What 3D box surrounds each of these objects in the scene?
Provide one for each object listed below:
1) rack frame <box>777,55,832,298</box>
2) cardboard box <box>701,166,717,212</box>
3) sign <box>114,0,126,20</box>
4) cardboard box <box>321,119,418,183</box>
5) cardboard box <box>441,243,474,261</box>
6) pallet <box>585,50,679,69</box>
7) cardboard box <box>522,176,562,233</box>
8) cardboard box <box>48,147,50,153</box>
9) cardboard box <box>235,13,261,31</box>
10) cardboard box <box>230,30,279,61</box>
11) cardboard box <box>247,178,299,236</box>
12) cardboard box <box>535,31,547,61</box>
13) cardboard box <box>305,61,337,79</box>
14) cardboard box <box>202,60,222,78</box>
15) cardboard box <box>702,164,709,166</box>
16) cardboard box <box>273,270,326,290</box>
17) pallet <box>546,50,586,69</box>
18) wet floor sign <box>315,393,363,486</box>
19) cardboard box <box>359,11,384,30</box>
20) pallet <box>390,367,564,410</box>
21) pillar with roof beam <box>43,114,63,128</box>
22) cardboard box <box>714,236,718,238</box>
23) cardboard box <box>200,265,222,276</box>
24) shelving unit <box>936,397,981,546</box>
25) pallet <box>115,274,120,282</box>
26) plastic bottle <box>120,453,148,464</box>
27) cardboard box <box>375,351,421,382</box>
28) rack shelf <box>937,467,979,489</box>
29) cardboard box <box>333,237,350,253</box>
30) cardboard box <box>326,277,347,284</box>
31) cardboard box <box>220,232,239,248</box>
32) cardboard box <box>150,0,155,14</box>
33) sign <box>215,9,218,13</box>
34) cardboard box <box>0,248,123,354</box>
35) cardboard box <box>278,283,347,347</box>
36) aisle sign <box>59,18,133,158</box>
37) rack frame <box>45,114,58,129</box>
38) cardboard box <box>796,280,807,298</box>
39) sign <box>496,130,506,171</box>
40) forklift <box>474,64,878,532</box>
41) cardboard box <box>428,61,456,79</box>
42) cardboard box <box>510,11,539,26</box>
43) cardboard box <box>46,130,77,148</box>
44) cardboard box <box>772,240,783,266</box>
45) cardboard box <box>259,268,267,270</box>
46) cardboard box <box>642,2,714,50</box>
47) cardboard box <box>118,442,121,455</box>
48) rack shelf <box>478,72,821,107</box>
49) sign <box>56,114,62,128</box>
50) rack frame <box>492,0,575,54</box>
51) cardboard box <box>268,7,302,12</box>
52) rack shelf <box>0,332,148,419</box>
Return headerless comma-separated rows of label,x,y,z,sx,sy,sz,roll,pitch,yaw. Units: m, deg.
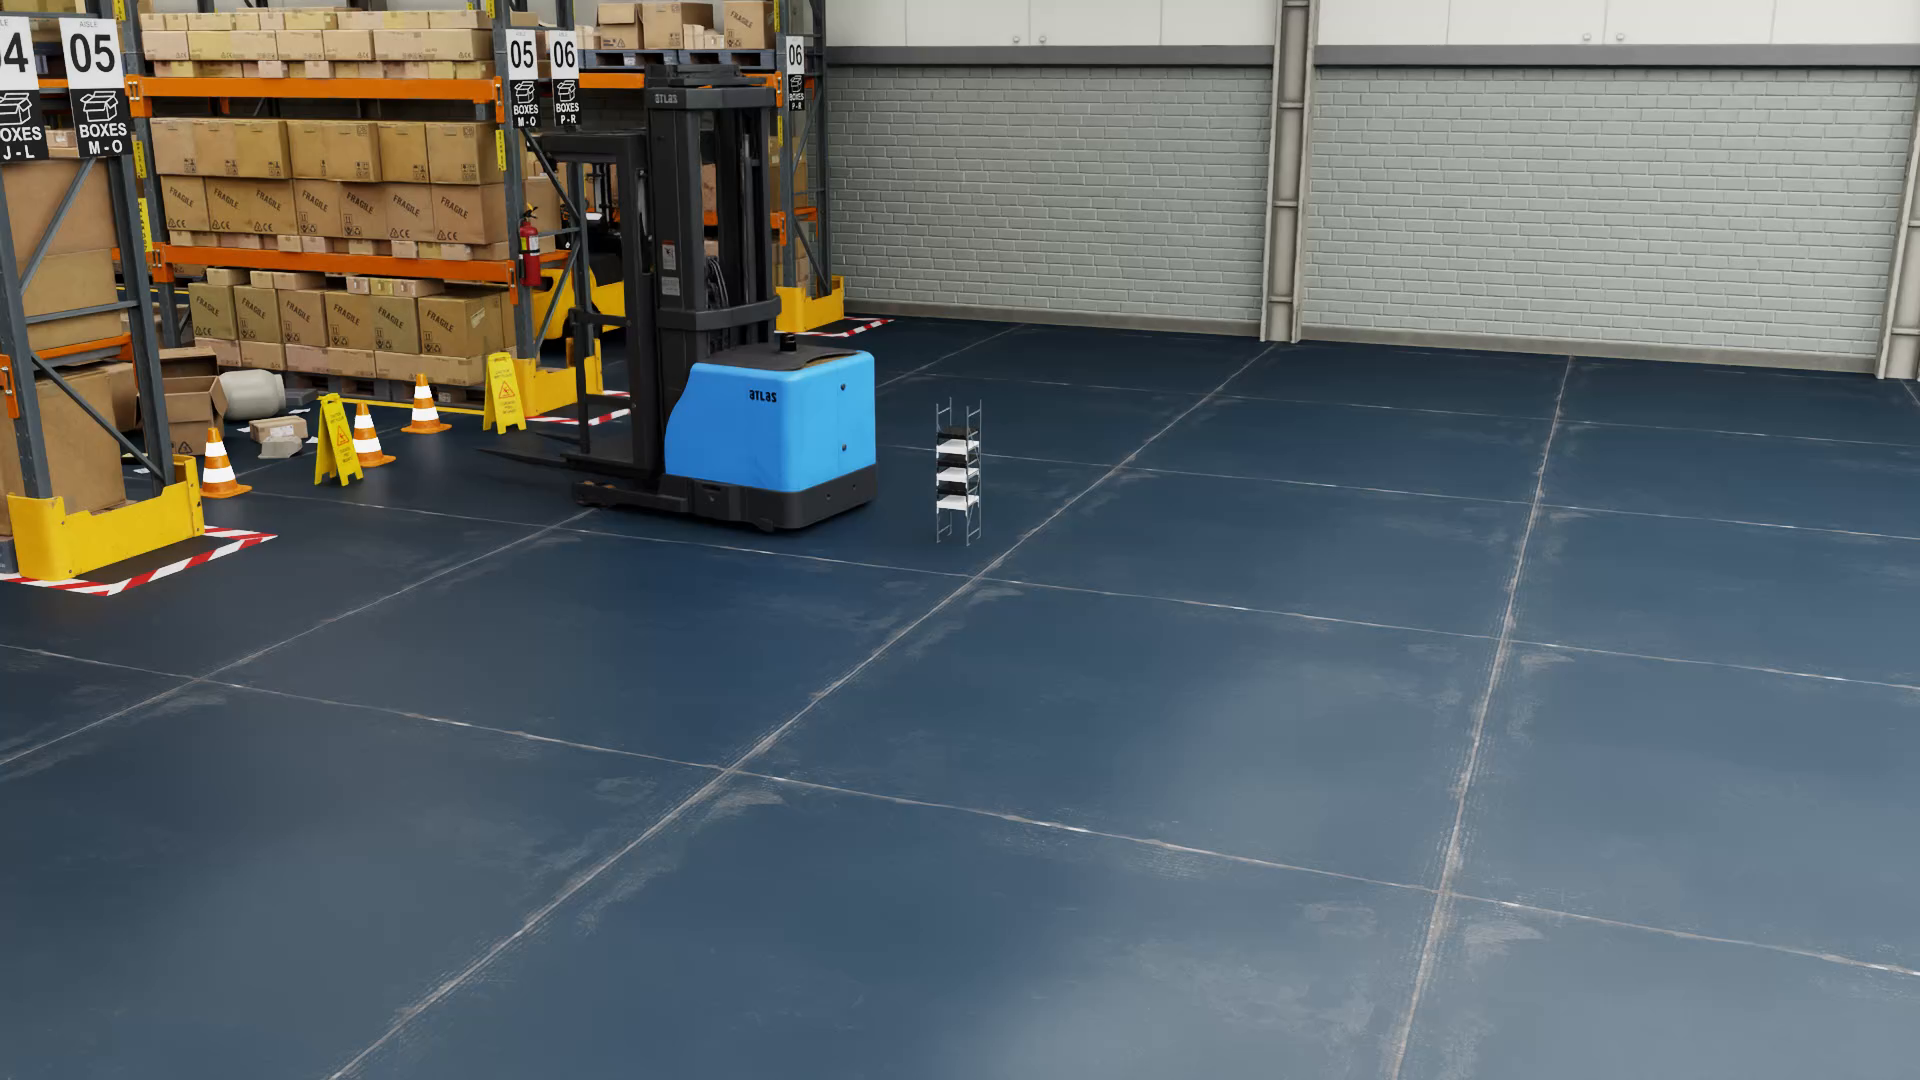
rack frame,-1.753,-3.943,18.876,0.127,3.000,1.000,6,17,21
cardboard box,-2.787,-4.029,18.992,0.500,0.500,0.500,7,18,22
sign,-7.493,-4.798,14.807,0.005,0.325,0.100,6,17,21
cardboard box,-5.107,-3.401,14.503,0.500,0.500,0.700,6,17,20
cardboard box,-4.274,-2.515,14.406,0.250,0.149,0.380,6,17,20
pallet,-3.541,-5.545,19.171,1.213,0.211,1.003,6,17,21
cardboard box,-3.910,-2.967,14.799,0.500,0.500,0.500,6,17,20
cardboard box,-8.746,-3.550,16.054,0.500,0.500,0.500,7,18,23
cardboard box,-6.140,-4.556,14.627,0.250,0.149,0.380,6,17,19
cardboard box,-6.039,-4.355,14.650,0.500,0.250,0.500,6,17,21
cardboard box,-6.047,-3.038,15.045,0.500,0.500,0.500,6,17,20
cardboard box,-3.941,-4.287,14.417,0.500,0.250,0.500,6,17,20
cardboard box,-5.451,-4.085,14.434,0.250,0.149,0.380,6,17,20
cardboard box,-6.598,-4.251,15.007,0.250,0.149,0.380,6,17,21
cardboard box,-2.873,-4.355,18.950,0.250,0.149,0.380,6,17,20
cardboard box,-6.018,-2.380,15.161,0.250,0.149,0.380,7,18,24
pallet,-4.671,-5.670,19.602,1.213,0.211,1.003,6,17,21
wet floor sign,-4.540,-0.741,12.069,0.232,0.644,0.267,3,17,11
cardboard box,-4.906,-4.440,14.228,0.250,0.149,0.380,6,17,21
pallet,-4.385,-1.416,15.173,1.213,0.211,1.003,6,17,21
pillar with roof beam,-14.813,-7.240,19.472,0.400,9.000,9.100,6,17,21
cardboard box,-2.597,-3.453,19.573,0.500,0.250,0.500,6,17,21
cardboard box,-9.668,-3.750,21.942,0.500,0.500,0.500,7,18,22
shelving unit,-0.008,-0.433,10.551,0.210,0.900,0.258,6,17,21
pallet,-12.146,-3.758,23.240,1.213,0.211,1.003,6,17,21
plastic bottle,-6.317,-0.620,12.701,0.283,0.061,0.133,0,16,1
cardboard box,-4.901,-1.605,14.999,0.500,0.250,0.500,6,17,21
rack shelf,-0.008,-0.401,10.560,0.200,0.077,0.258,6,17,21
cardboard box,-5.412,-2.679,14.972,0.250,0.149,0.380,6,17,21
cardboard box,-5.695,-2.211,15.745,0.500,0.500,0.500,7,18,24
cardboard box,-6.605,-2.797,15.378,0.250,0.149,0.380,6,17,20
cardboard box,-8.156,-5.087,16.055,0.500,0.250,0.500,6,17,19
sign,-7.100,-4.895,15.847,0.005,0.325,0.100,6,17,21
cardboard box,-5.655,-1.459,10.052,0.550,0.550,0.875,6,17,21
cardboard box,-5.858,-2.070,15.258,0.500,0.500,0.500,7,18,24
aisle sign,-5.117,-2.680,9.863,0.004,0.787,0.394,6,17,21
rack frame,-12.916,-5.171,23.104,0.127,3.000,1.000,6,17,21
cardboard box,-2.139,-2.925,19.548,0.500,0.250,0.500,6,17,21
sign,-3.794,-3.221,13.746,0.005,0.325,0.100,6,17,21
forklift,-2.095,-1.737,11.401,3.031,2.935,1.130,9,19,29
cardboard box,-4.249,-3.956,13.991,0.250,0.149,0.380,6,17,21
cardboard box,-3.827,-4.447,14.253,0.250,0.149,0.380,6,17,20
cardboard box,-8.450,-3.824,15.837,0.250,0.149,0.380,6,17,19
cardboard box,-2.296,-3.271,18.945,0.500,0.250,0.500,7,18,22
cardboard box,-8.620,-3.755,21.735,0.625,0.625,0.875,7,18,22
cardboard box,-3.171,-5.794,18.760,0.500,0.500,0.700,6,17,21
cardboard box,-6.740,-0.759,12.813,0.258,0.266,0.396,10,19,30
rack shelf,-3.614,-5.243,19.263,4.000,0.370,1.077,6,17,21
sign,-12.716,-5.871,23.440,0.005,0.325,0.100,6,17,21
rack frame,-3.571,-5.536,13.604,0.127,3.000,1.000,6,17,21
cardboard box,-8.105,-6.337,20.629,0.500,0.500,0.700,6,17,20
rack shelf,-7.154,-1.220,10.787,4.000,0.370,1.077,6,17,21
